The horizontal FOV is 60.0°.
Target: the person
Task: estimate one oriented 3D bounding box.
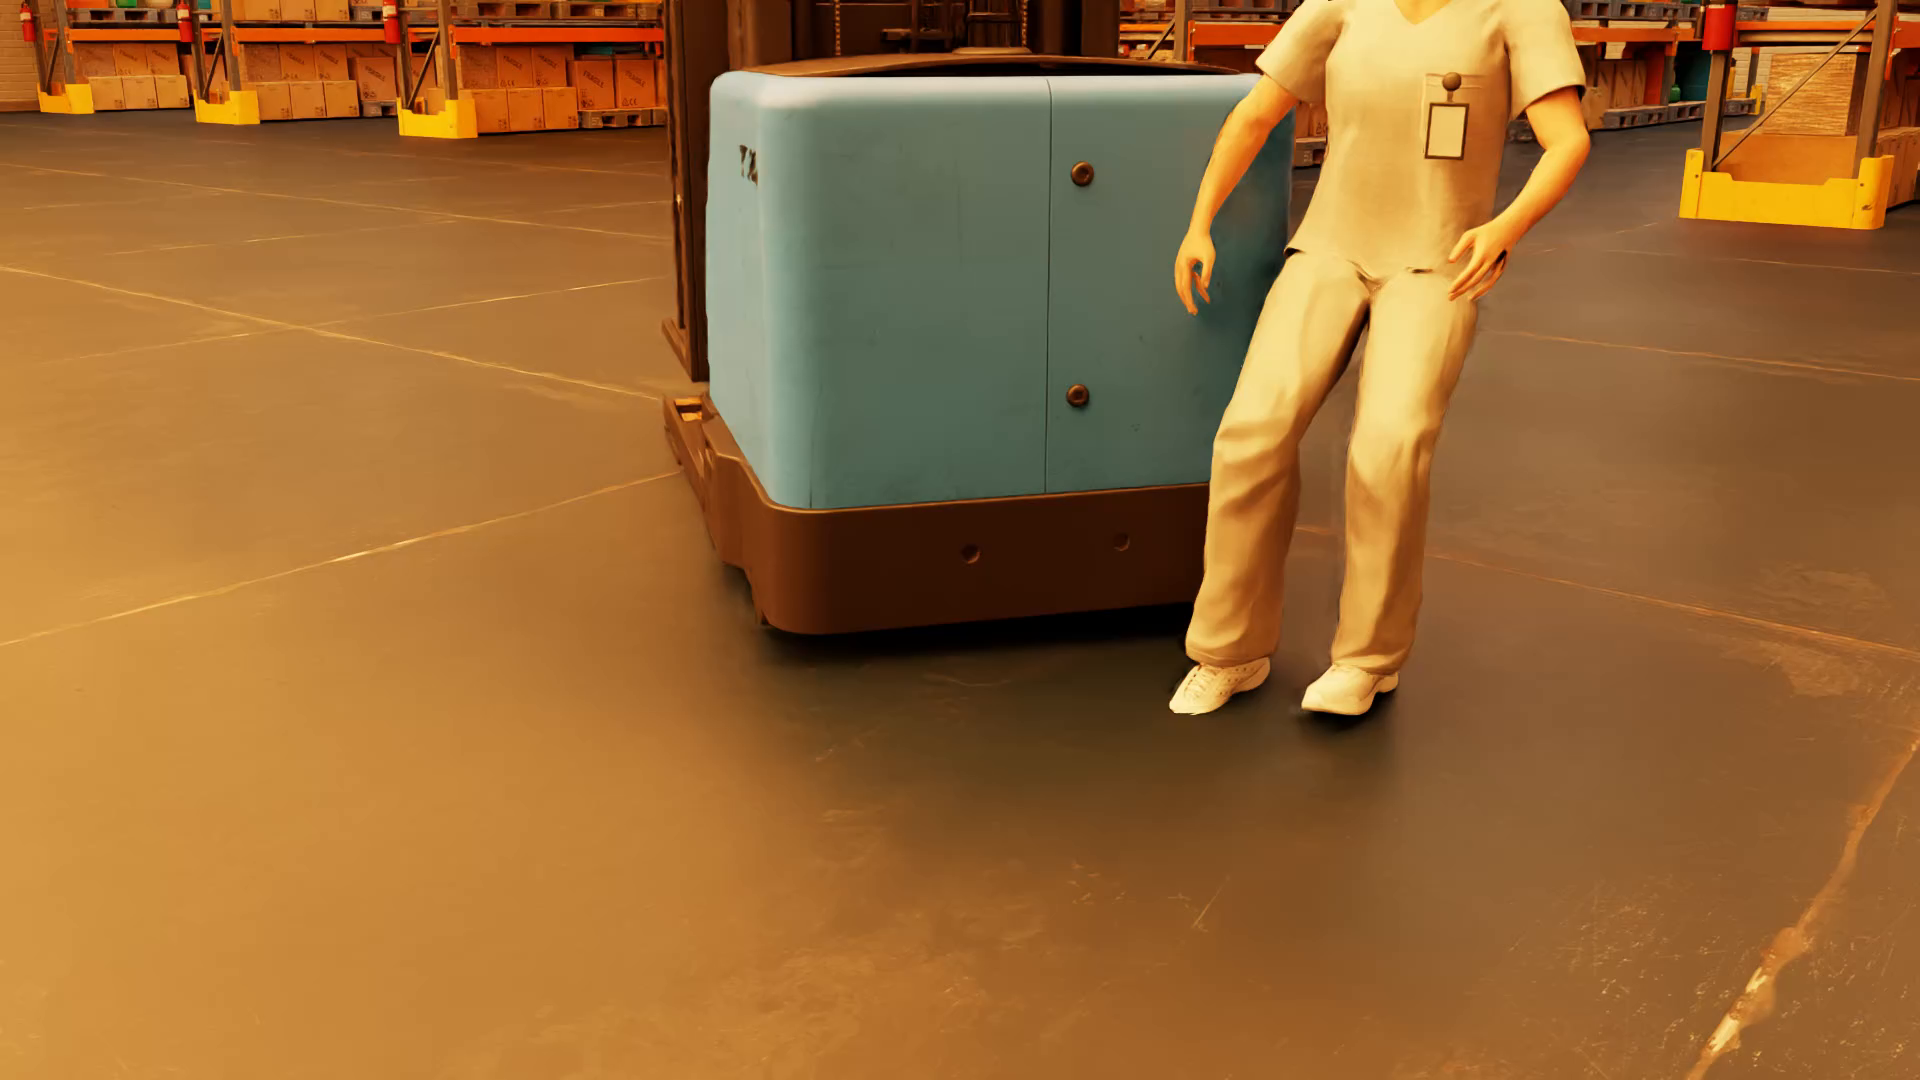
[{"bbox_3d":[0.702,-0.439,2.883,0.680,1.578,0.618,7,18,21],"label":"person"}]

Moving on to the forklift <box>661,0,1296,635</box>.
[{"bbox_3d":[-0.223,-1.613,4.209,1.130,2.935,3.031,-4,17,-14],"label":"forklift"}]
